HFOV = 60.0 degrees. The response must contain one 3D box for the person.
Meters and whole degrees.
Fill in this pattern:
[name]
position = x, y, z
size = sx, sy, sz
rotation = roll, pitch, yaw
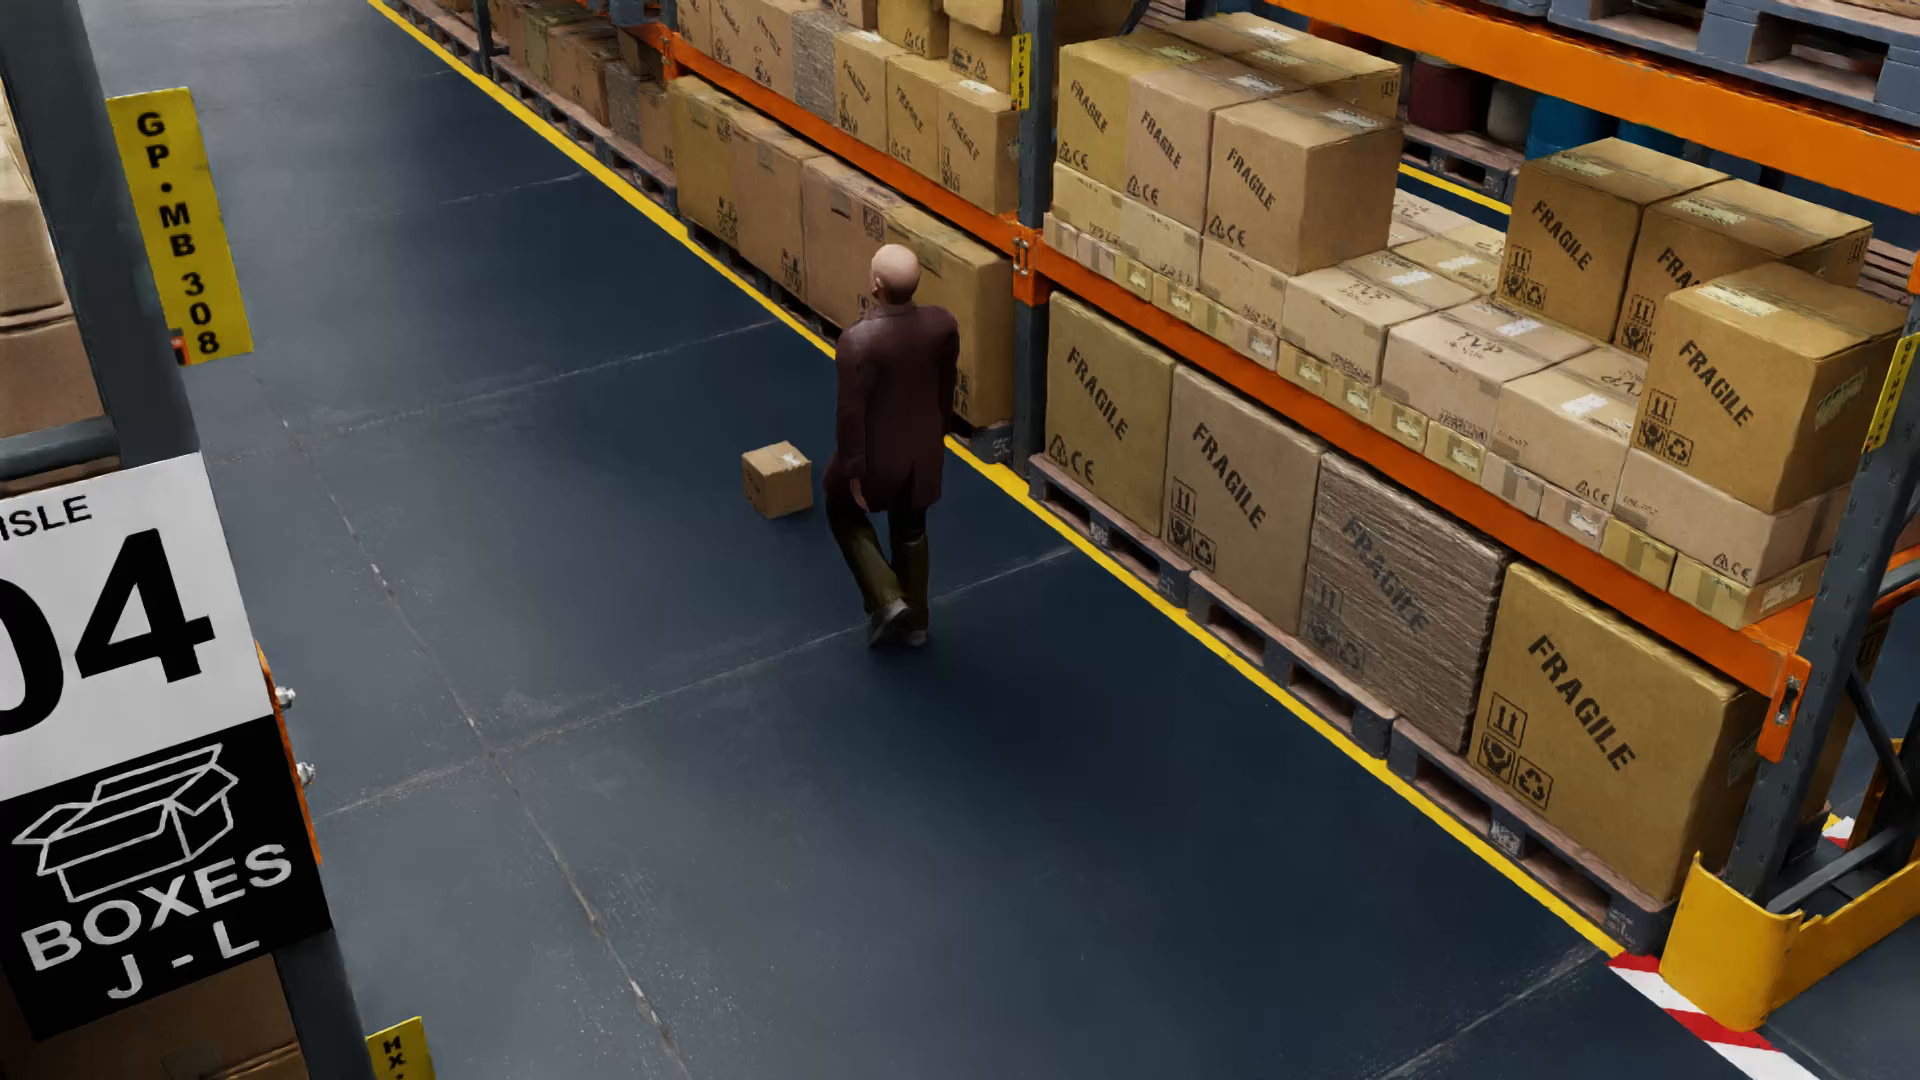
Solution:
[person]
position = -0.275, -0.362, 6.697
size = 0.571, 1.783, 0.518
rotation = -16, 36, -24
